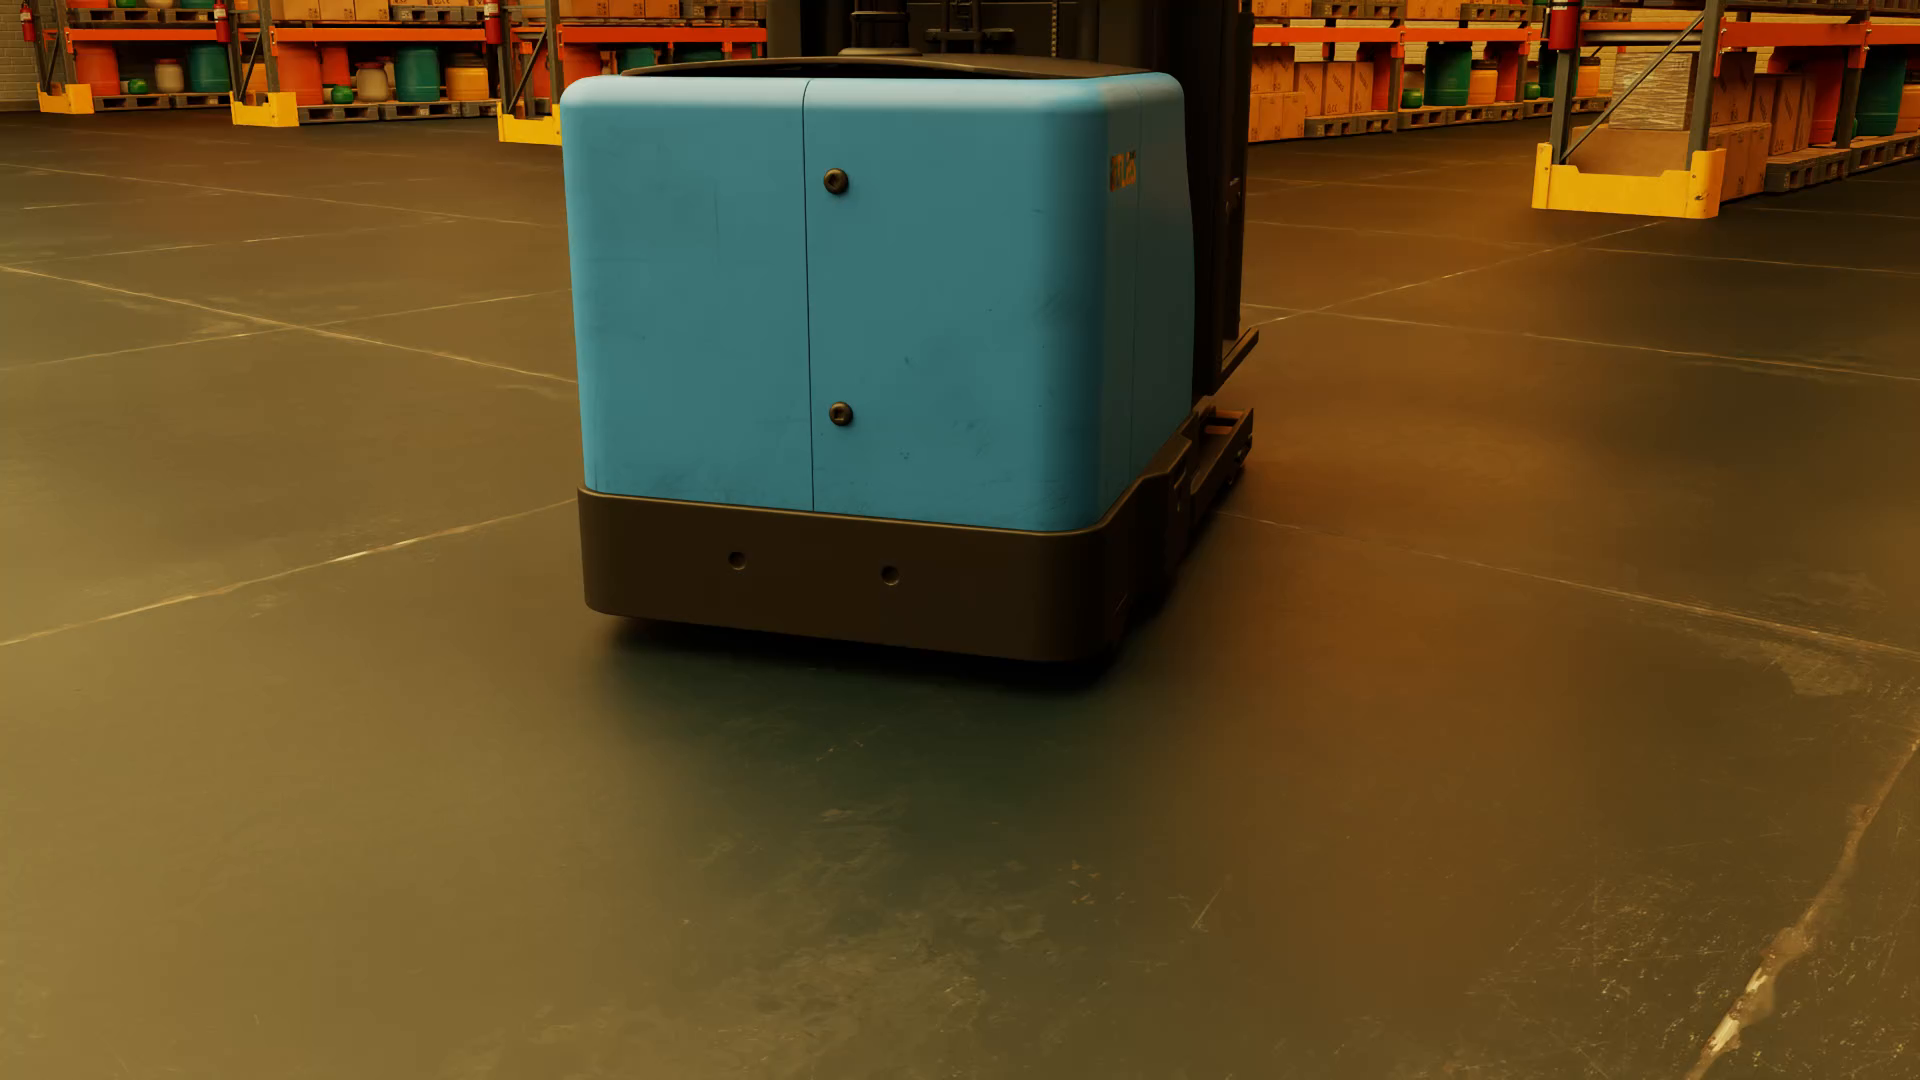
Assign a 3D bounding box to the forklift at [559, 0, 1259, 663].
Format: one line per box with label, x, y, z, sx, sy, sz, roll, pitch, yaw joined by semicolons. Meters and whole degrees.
forklift;0.182;-1.571;4.072;1.130;2.935;3.031;5;18;17
